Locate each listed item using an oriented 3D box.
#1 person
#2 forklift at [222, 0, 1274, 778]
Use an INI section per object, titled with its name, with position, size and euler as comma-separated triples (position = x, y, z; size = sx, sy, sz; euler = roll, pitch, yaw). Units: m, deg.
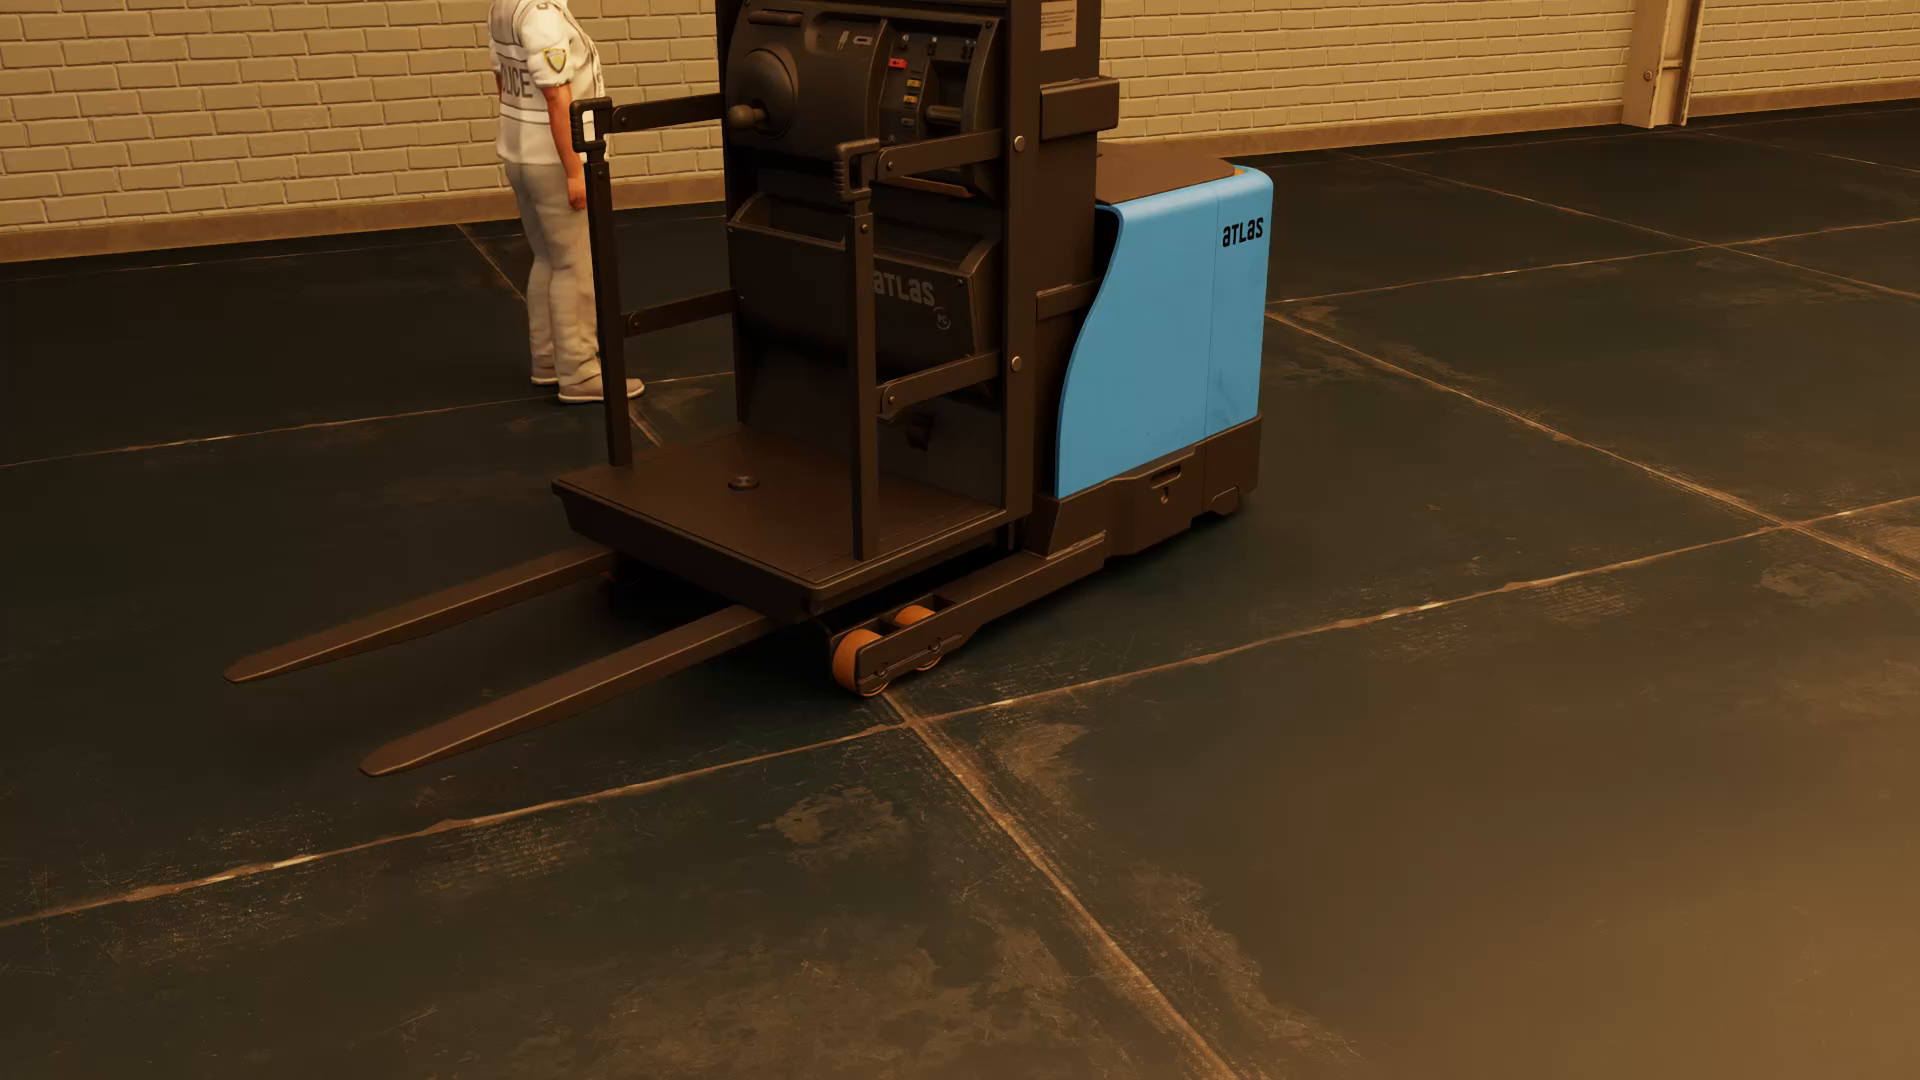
[person]
position = -1.493, -1.415, 6.213
size = 0.369, 1.767, 0.544
euler = -15, 27, -31
[forklift]
position = -0.413, -1.182, 4.131
size = 1.130, 2.935, 3.031
euler = 19, 29, 39
